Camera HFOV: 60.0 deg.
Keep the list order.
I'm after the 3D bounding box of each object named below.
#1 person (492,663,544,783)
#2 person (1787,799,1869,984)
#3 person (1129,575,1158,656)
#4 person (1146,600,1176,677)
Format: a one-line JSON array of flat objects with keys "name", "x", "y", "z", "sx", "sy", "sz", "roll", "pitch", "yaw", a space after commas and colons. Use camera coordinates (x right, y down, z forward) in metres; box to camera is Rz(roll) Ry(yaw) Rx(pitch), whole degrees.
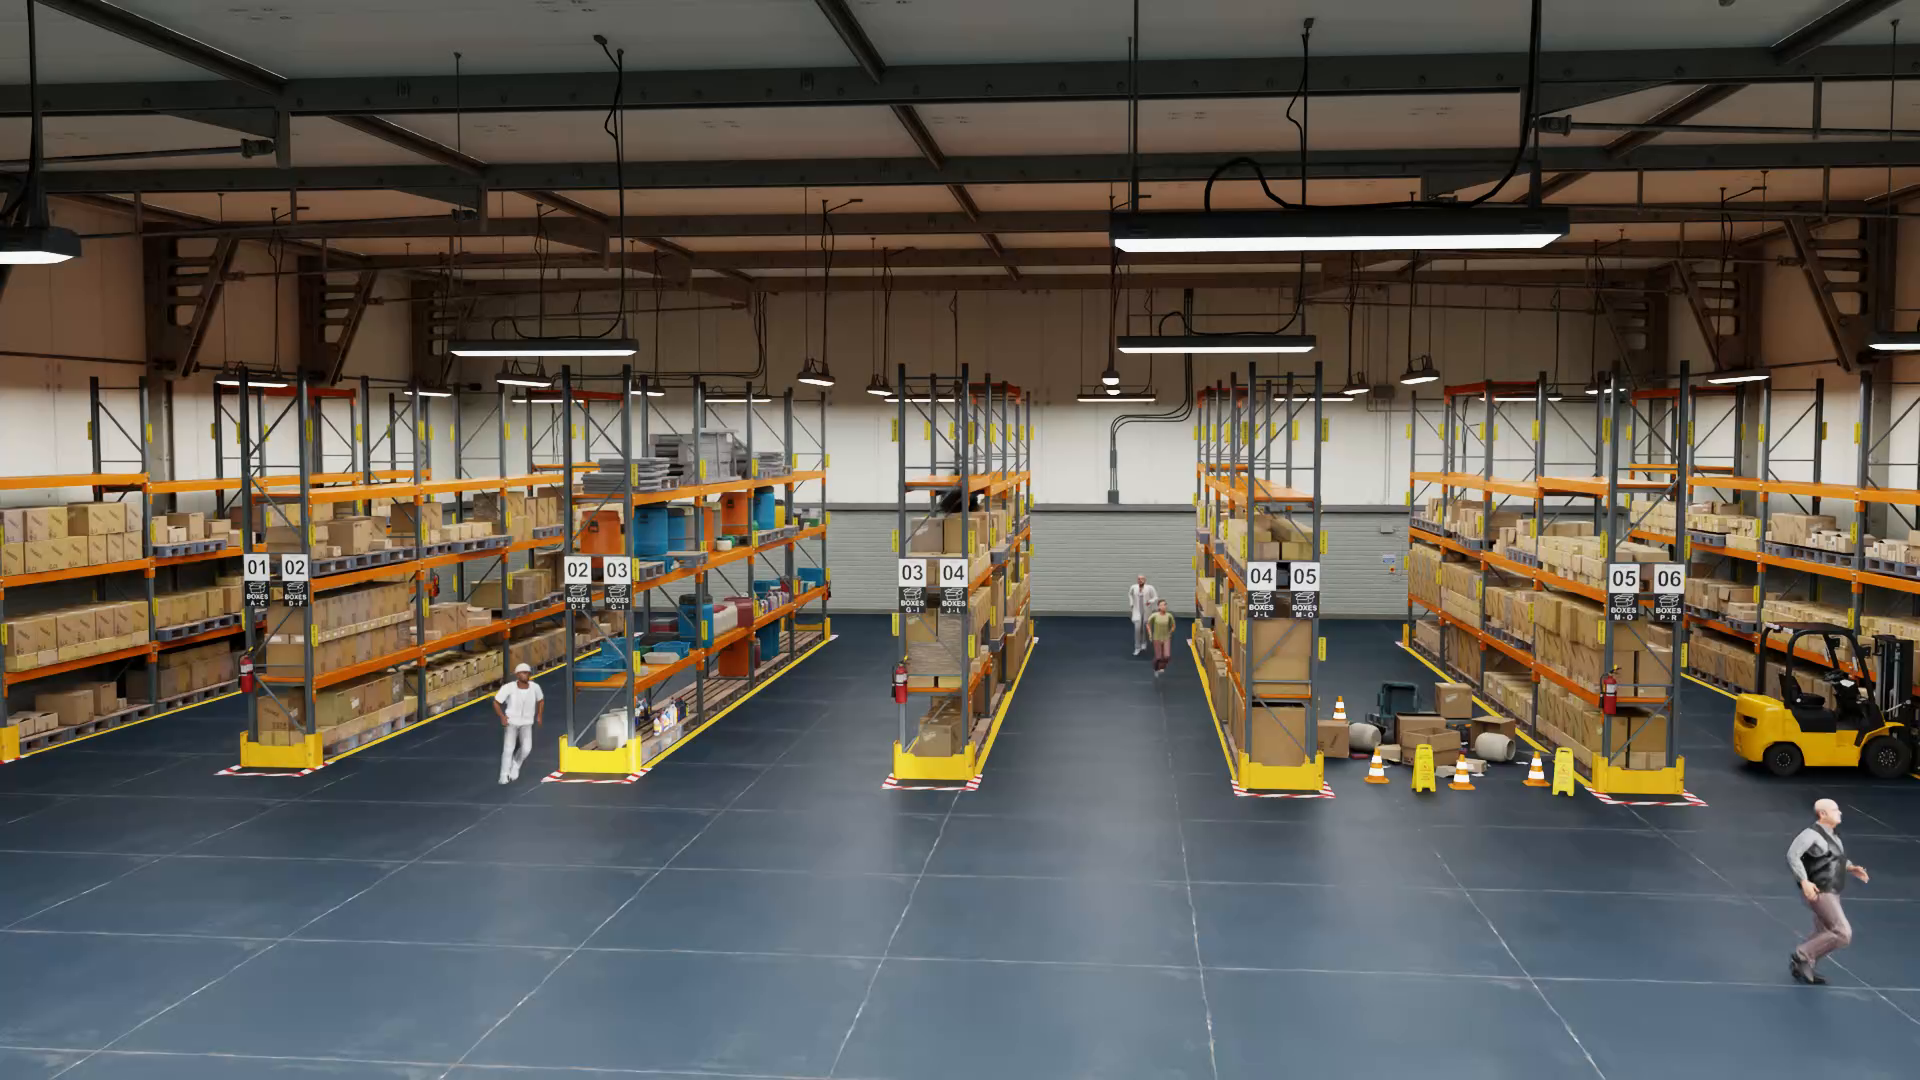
[{"name": "person", "x": -6.286, "y": 2.618, "z": 23.796, "sx": 0.765, "sy": 1.699, "sz": 0.535, "roll": -2, "pitch": 4, "yaw": -27}, {"name": "person", "x": 7.860, "y": 3.186, "z": 15.054, "sx": 0.601, "sy": 1.688, "sz": 0.667, "roll": 3, "pitch": 5, "yaw": 43}, {"name": "person", "x": 4.177, "y": 1.685, "z": 37.870, "sx": 0.685, "sy": 1.822, "sz": 0.936, "roll": 1, "pitch": 4, "yaw": 11}, {"name": "person", "x": 3.985, "y": 1.952, "z": 32.797, "sx": 0.581, "sy": 1.562, "sz": 0.587, "roll": 0, "pitch": 4, "yaw": -2}]
